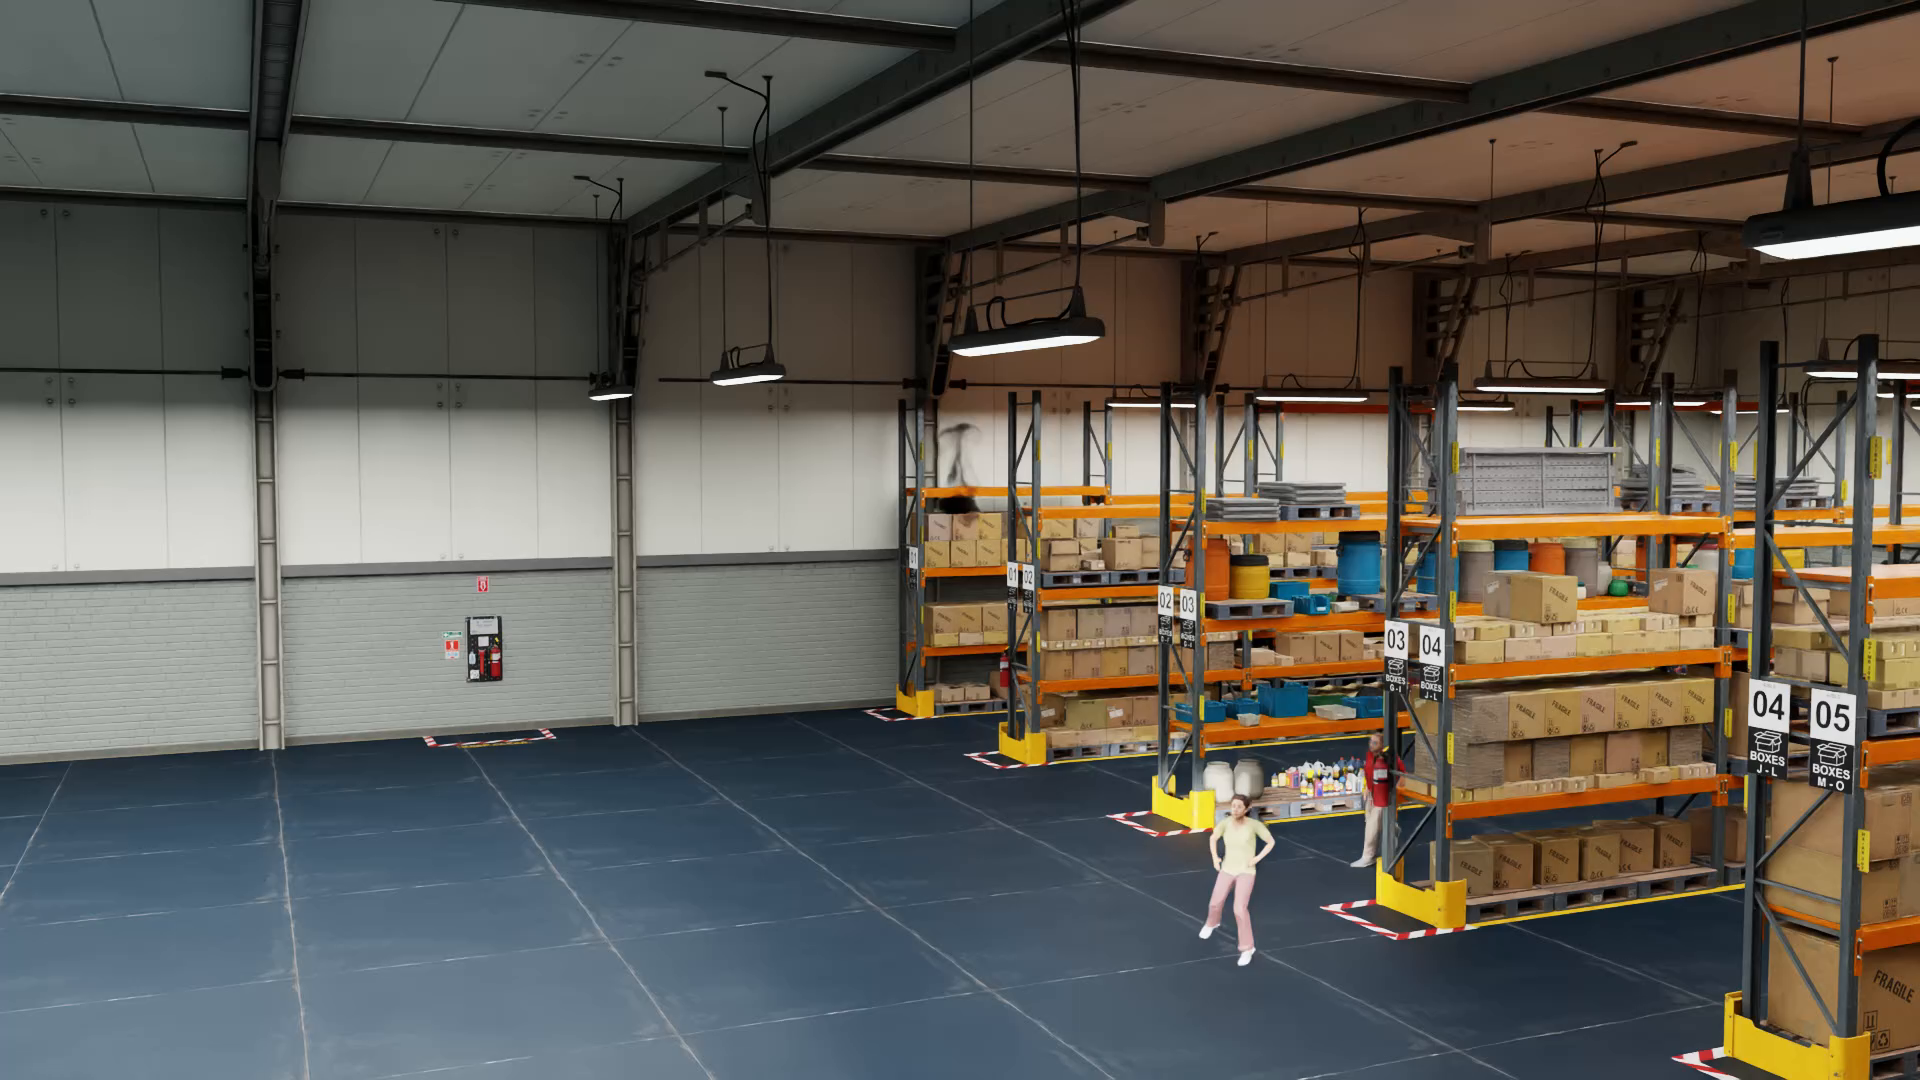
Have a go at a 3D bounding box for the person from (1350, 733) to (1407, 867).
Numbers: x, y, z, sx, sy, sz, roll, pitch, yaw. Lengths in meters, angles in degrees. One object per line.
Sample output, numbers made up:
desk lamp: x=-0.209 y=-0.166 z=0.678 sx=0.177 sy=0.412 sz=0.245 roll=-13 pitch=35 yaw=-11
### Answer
person: x=5.226 y=3.165 z=20.269 sx=0.782 sy=1.689 sz=0.677 roll=-2 pitch=4 yaw=-34

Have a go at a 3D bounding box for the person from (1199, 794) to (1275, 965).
person: x=2.766 y=3.373 z=16.824 sx=0.814 sy=1.663 sz=0.743 roll=2 pitch=4 yaw=27
